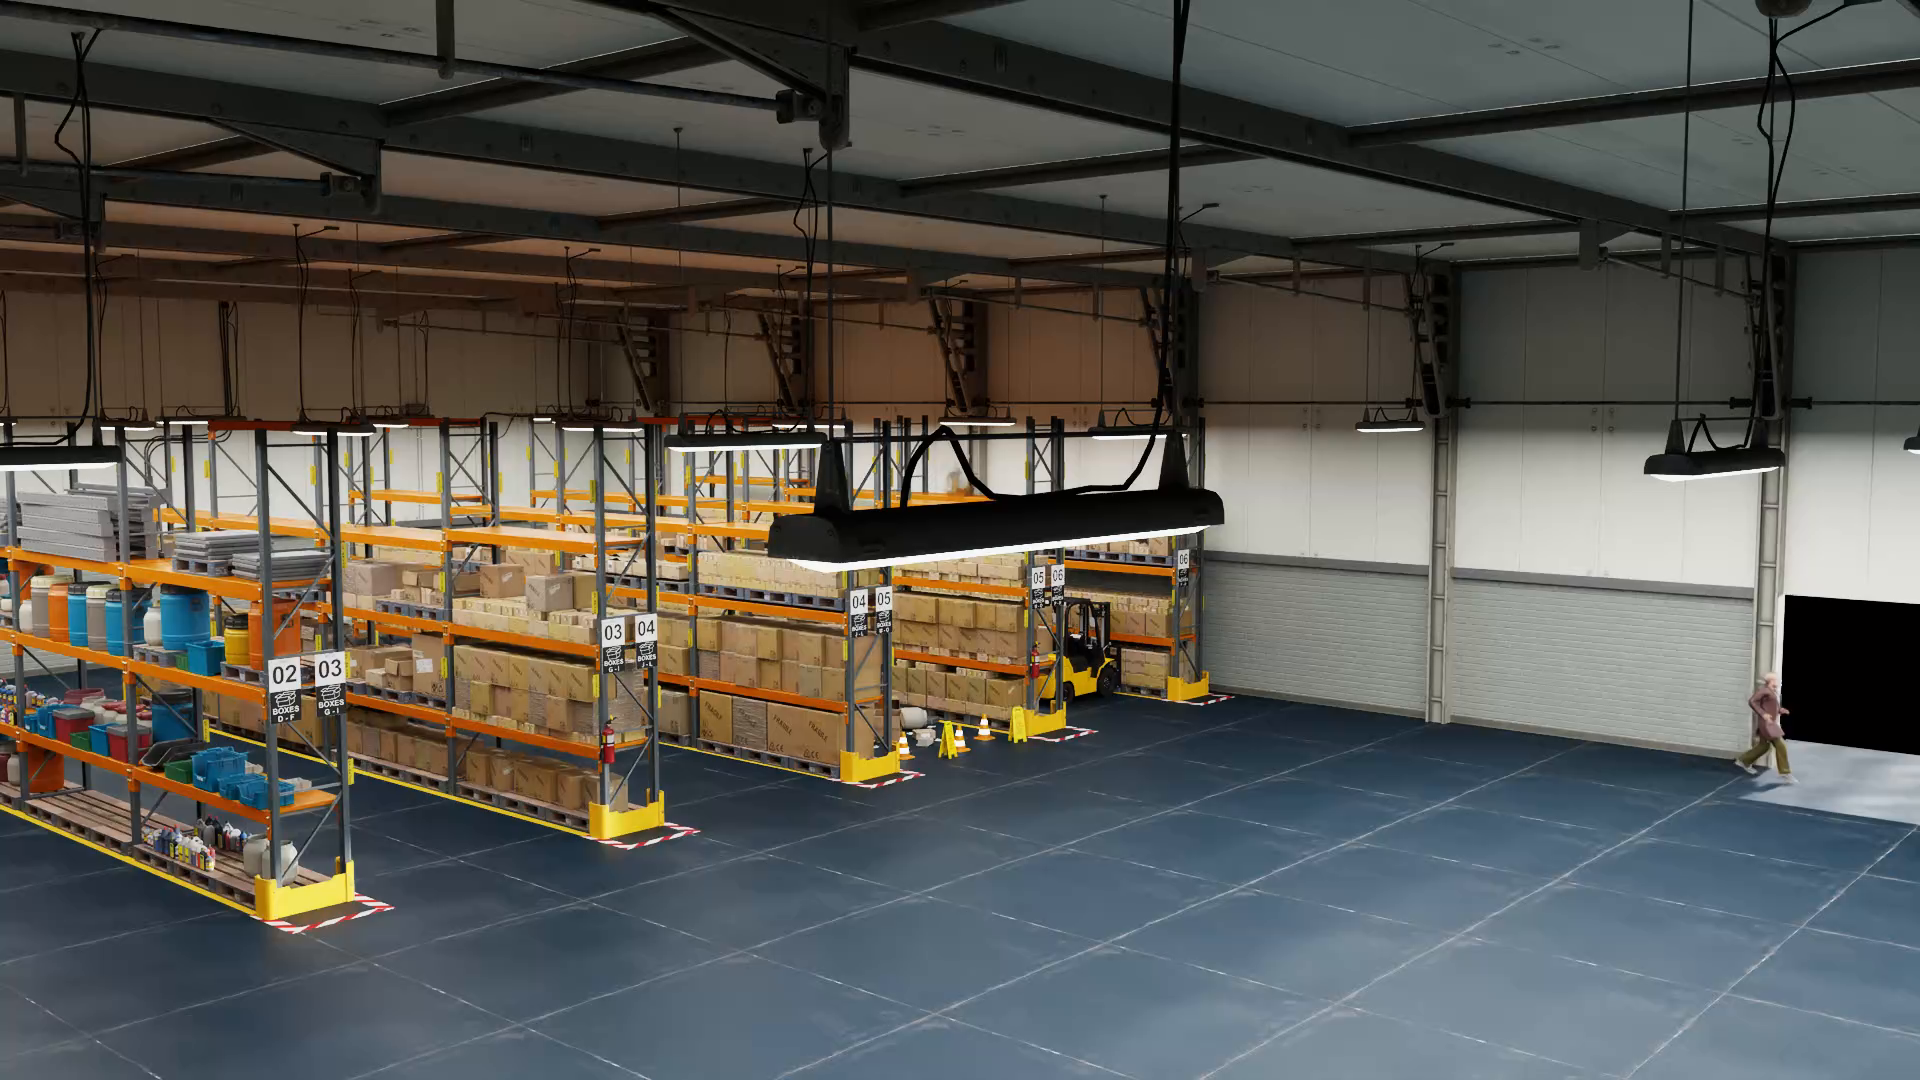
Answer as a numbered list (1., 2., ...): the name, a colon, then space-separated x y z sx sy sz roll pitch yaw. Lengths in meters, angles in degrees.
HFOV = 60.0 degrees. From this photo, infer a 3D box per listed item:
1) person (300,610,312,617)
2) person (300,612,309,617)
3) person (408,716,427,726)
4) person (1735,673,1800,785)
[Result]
1. person: -14.920 2.385 37.770 0.647 1.619 0.514 0 5 -2
2. person: -14.725 2.419 37.204 0.645 1.630 0.566 -1 5 -11
3. person: -10.289 2.847 31.596 0.930 1.697 0.666 4 6 37
4. person: 13.590 3.123 27.904 1.047 1.782 0.710 3 6 34
